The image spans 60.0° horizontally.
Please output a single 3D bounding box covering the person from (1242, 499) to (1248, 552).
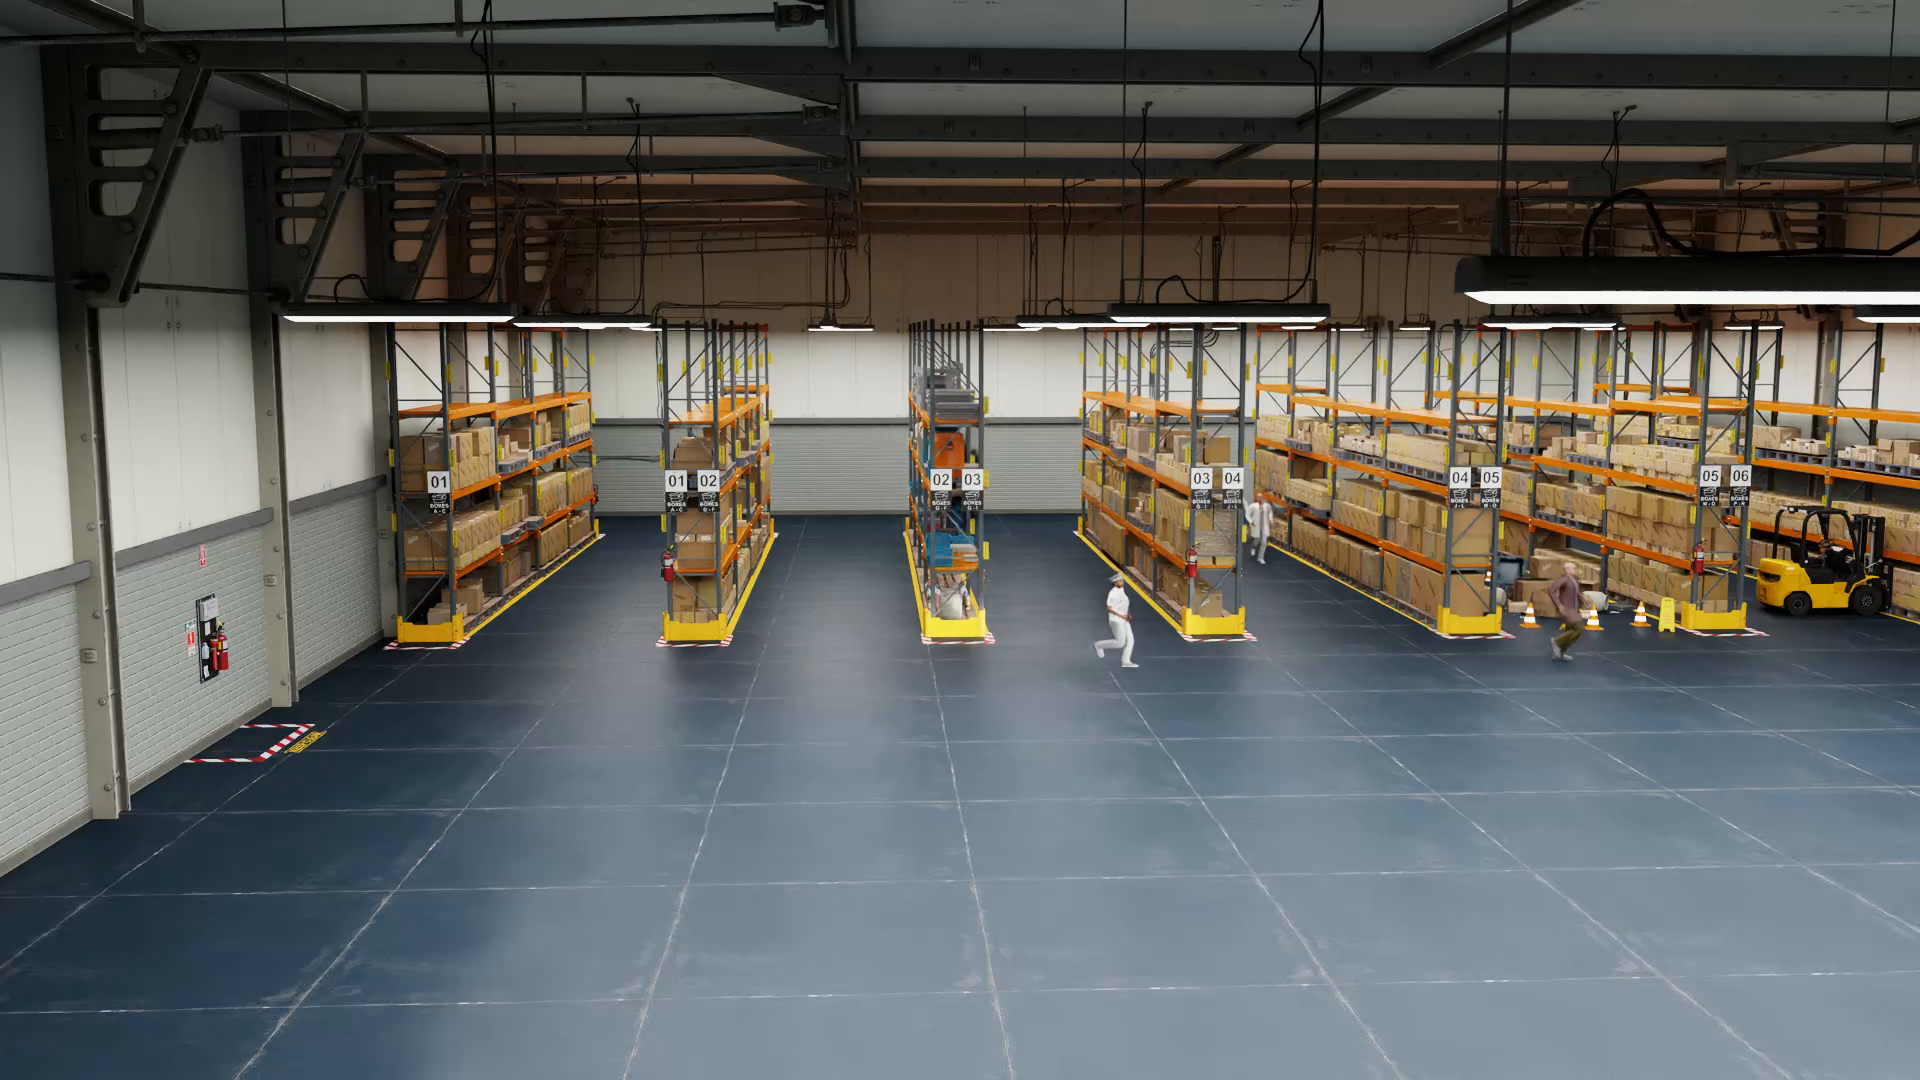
[{"bbox_3d":[7.360,-0.569,44.115,0.621,1.695,0.938,0,7,3],"label":"person"}]

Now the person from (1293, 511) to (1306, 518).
[{"bbox_3d":[9.907,-1.195,49.282,1.034,1.624,0.584,0,7,1],"label":"person"}]

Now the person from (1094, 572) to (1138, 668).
[{"bbox_3d":[2.740,1.374,28.679,0.752,1.657,0.593,4,8,27],"label":"person"}]

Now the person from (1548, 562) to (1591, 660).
[{"bbox_3d":[10.725,1.260,29.175,0.635,1.735,0.695,7,10,43],"label":"person"}]

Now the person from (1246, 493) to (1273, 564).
[{"bbox_3d":[7.578,-0.308,41.990,0.724,1.752,0.882,0,7,-3],"label":"person"}]
